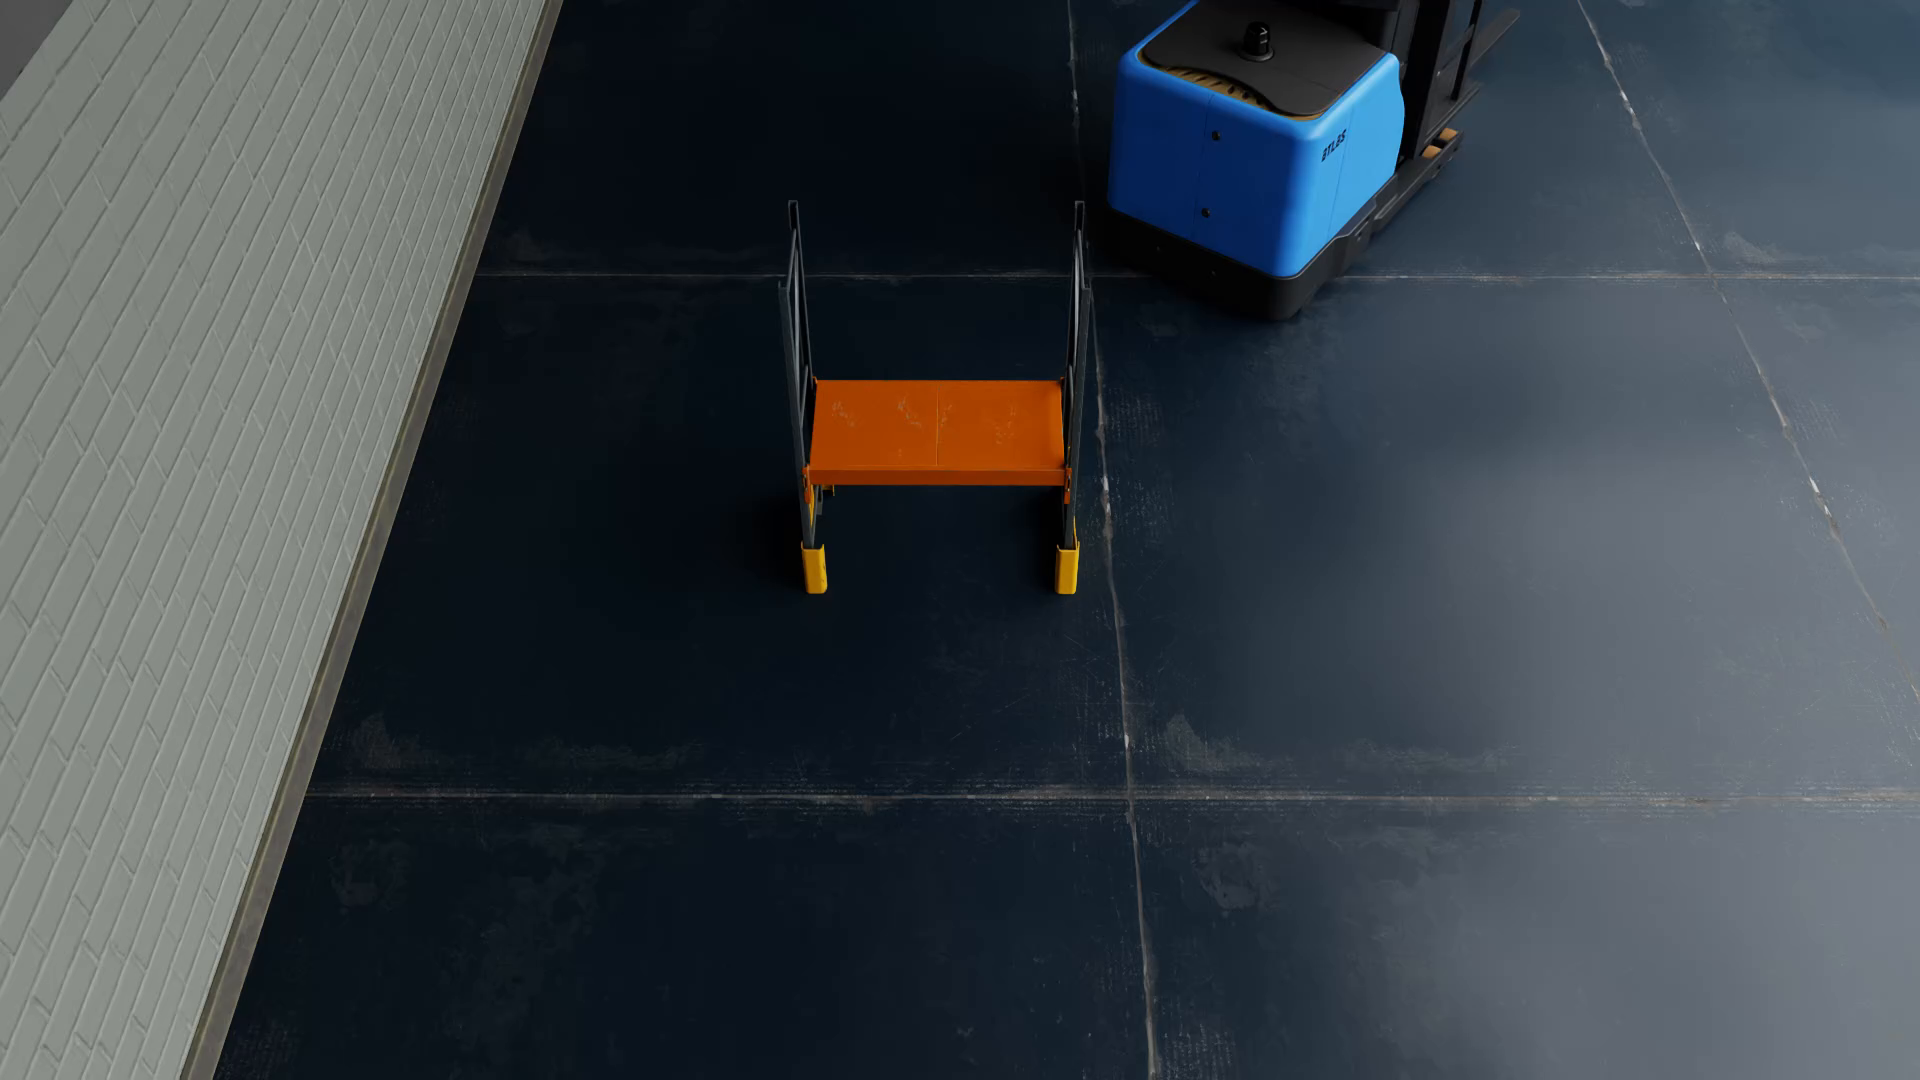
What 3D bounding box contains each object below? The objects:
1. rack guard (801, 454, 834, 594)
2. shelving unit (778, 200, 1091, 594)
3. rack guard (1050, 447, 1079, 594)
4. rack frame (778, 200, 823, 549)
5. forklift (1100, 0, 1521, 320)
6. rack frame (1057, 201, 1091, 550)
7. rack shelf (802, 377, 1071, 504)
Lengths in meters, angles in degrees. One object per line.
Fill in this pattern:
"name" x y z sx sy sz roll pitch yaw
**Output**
"rack guard" -0.574 -0.087 6.741 0.087 0.250 0.587 0 47 0
"shelving unit" -0.076 -0.511 6.282 1.083 1.500 0.587 0 47 0
"rack guard" 0.422 -0.084 6.738 0.087 0.250 0.587 0 47 0
"rack frame" -0.594 -0.513 6.283 0.032 1.500 0.500 0 47 0
"forklift" 1.961 -3.051 7.669 1.130 2.935 3.031 28 53 24
"rack frame" 0.423 -0.510 6.281 0.032 1.500 0.500 0 47 0
"rack shelf" -0.085 -0.389 6.414 1.000 0.185 0.538 0 47 0
